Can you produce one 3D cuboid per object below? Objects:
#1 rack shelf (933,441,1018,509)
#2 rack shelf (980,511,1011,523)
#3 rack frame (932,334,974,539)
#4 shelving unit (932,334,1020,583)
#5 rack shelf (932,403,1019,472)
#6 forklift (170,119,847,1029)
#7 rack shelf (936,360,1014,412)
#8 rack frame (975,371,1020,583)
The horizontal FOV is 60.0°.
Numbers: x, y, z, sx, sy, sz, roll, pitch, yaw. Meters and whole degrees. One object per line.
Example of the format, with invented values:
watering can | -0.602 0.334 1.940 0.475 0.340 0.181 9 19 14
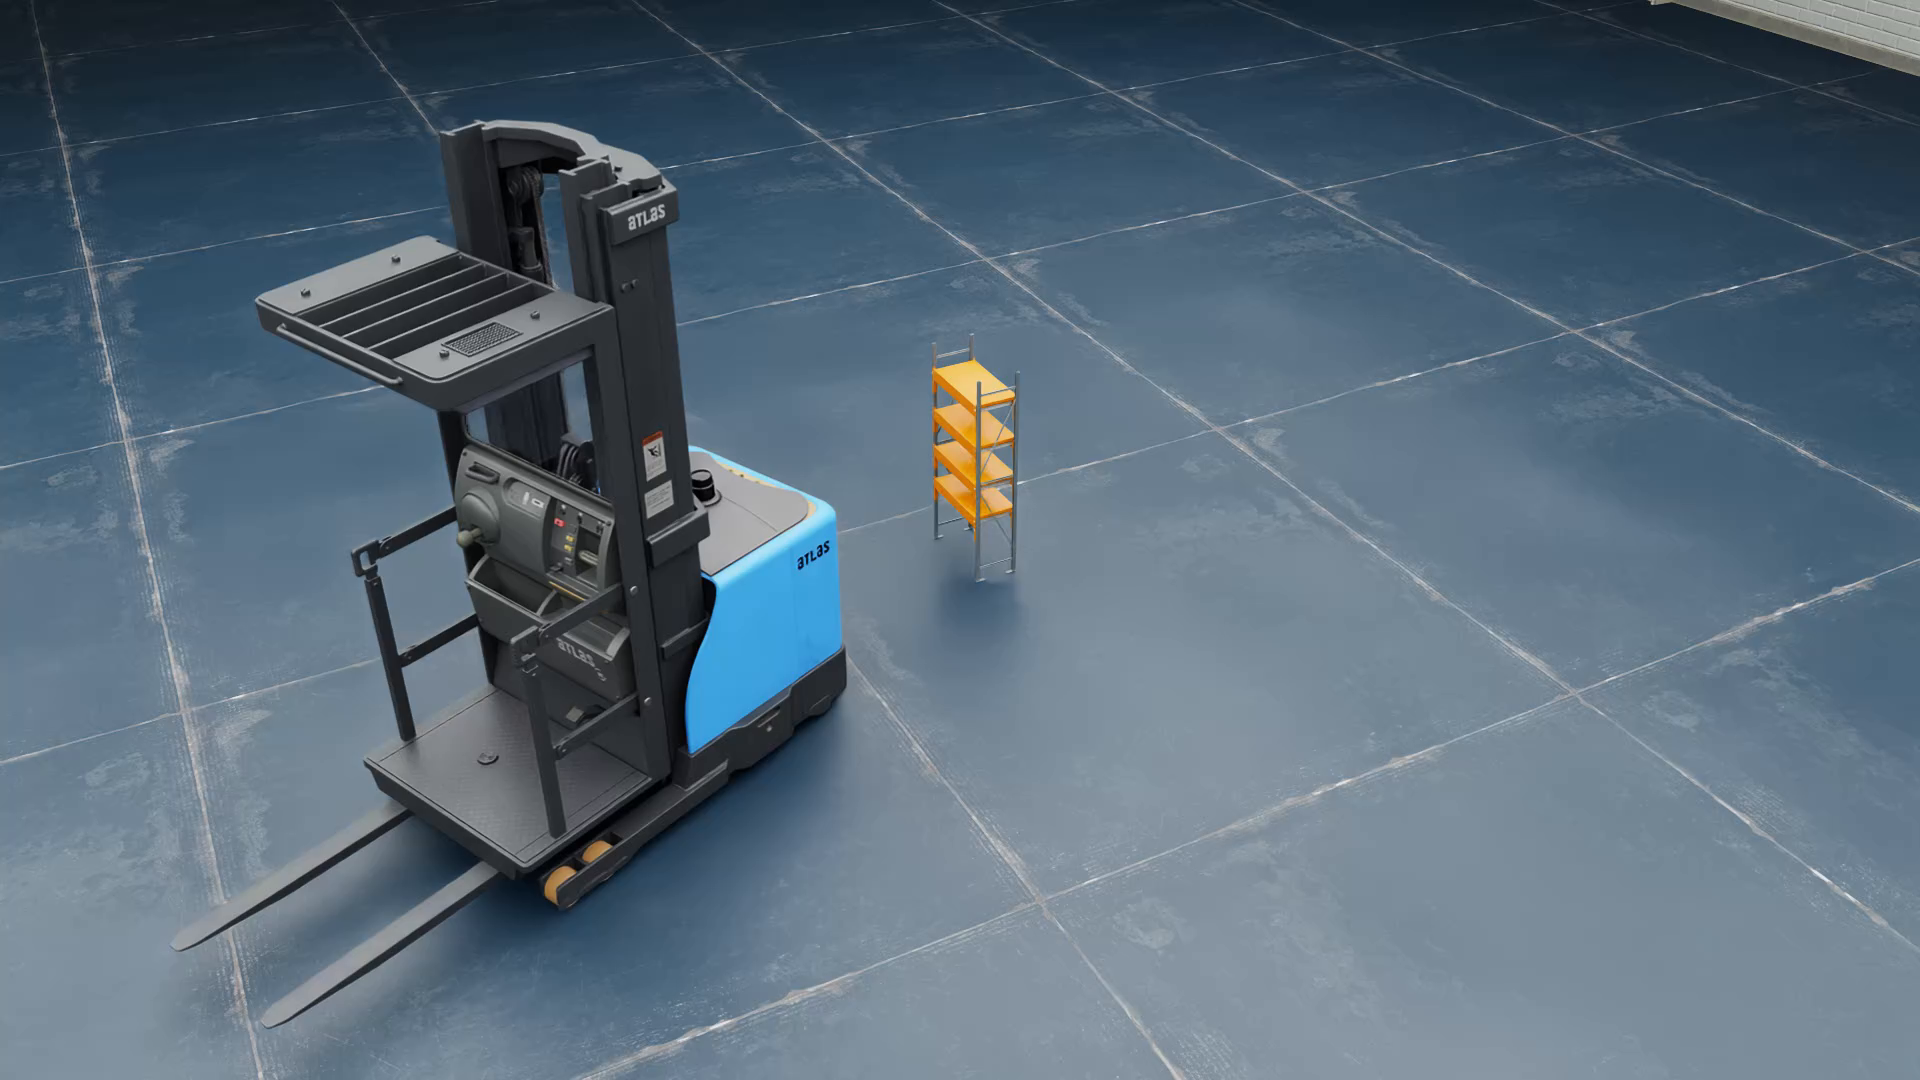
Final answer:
rack shelf | 0.077 -0.370 8.839 0.258 0.148 0.480 -16 36 -23
rack shelf | 0.077 -0.226 8.931 0.199 0.029 0.442 -16 36 -23
rack frame | -0.037 -0.543 8.985 0.240 1.200 0.015 -16 36 -23
shelving unit | 0.077 -0.426 8.803 0.258 1.200 0.503 -16 36 -23
rack shelf | 0.077 -0.558 8.719 0.258 0.148 0.480 -16 36 -23
forklift | -1.849 -0.019 6.563 1.130 2.935 3.031 23 39 31
rack shelf | 0.077 -0.790 8.570 0.221 0.050 0.457 -16 36 -23
rack frame | 0.191 -0.310 8.621 0.240 1.200 0.015 -16 36 -23
